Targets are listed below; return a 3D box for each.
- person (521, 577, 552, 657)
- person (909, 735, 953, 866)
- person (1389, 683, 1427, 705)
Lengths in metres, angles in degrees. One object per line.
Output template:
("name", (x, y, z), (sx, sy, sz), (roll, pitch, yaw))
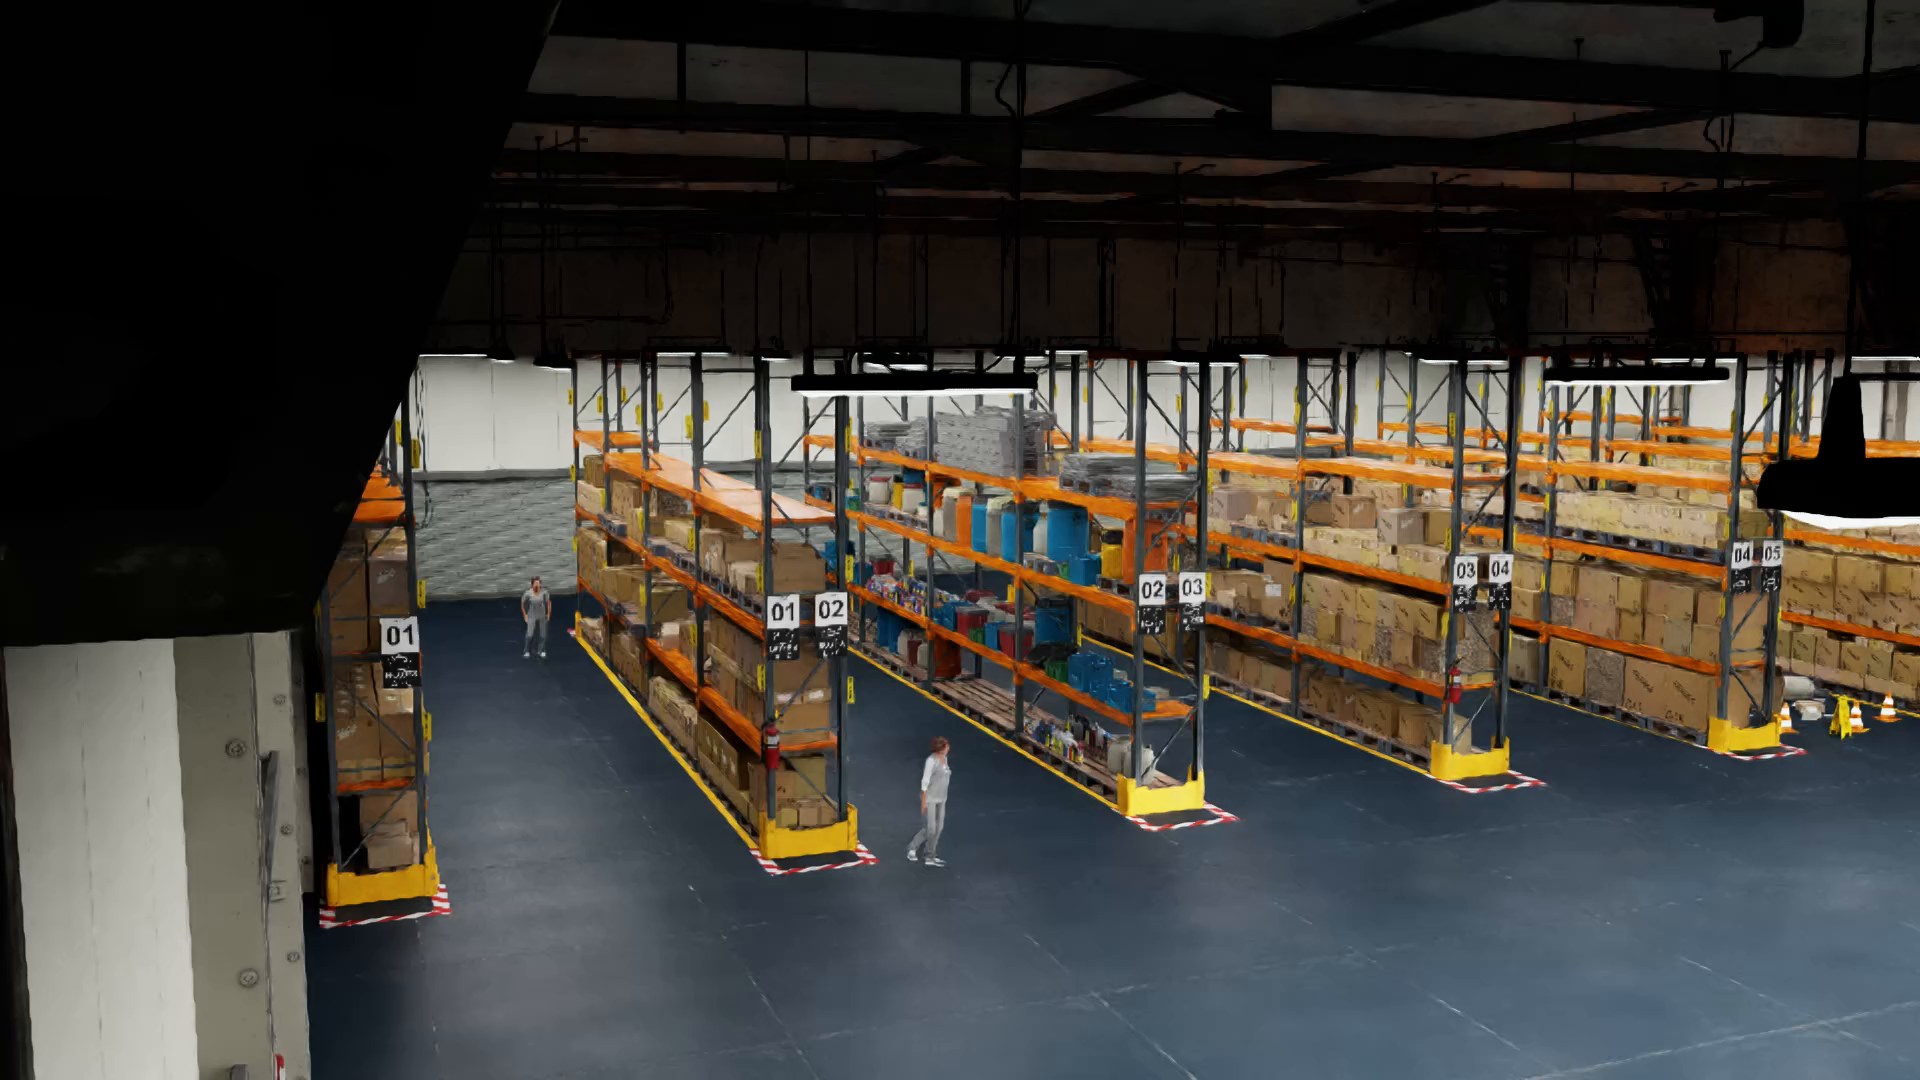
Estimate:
("person", (-8.272, 1.491, 32.466), (0.583, 1.578, 0.521), (-3, 8, -23))
("person", (-0.349, 3.095, 19.792), (0.492, 1.591, 0.472), (4, 8, 29))
("person", (7.507, 2.114, 27.817), (0.418, 1.519, 1.039), (-3, 8, -23))
